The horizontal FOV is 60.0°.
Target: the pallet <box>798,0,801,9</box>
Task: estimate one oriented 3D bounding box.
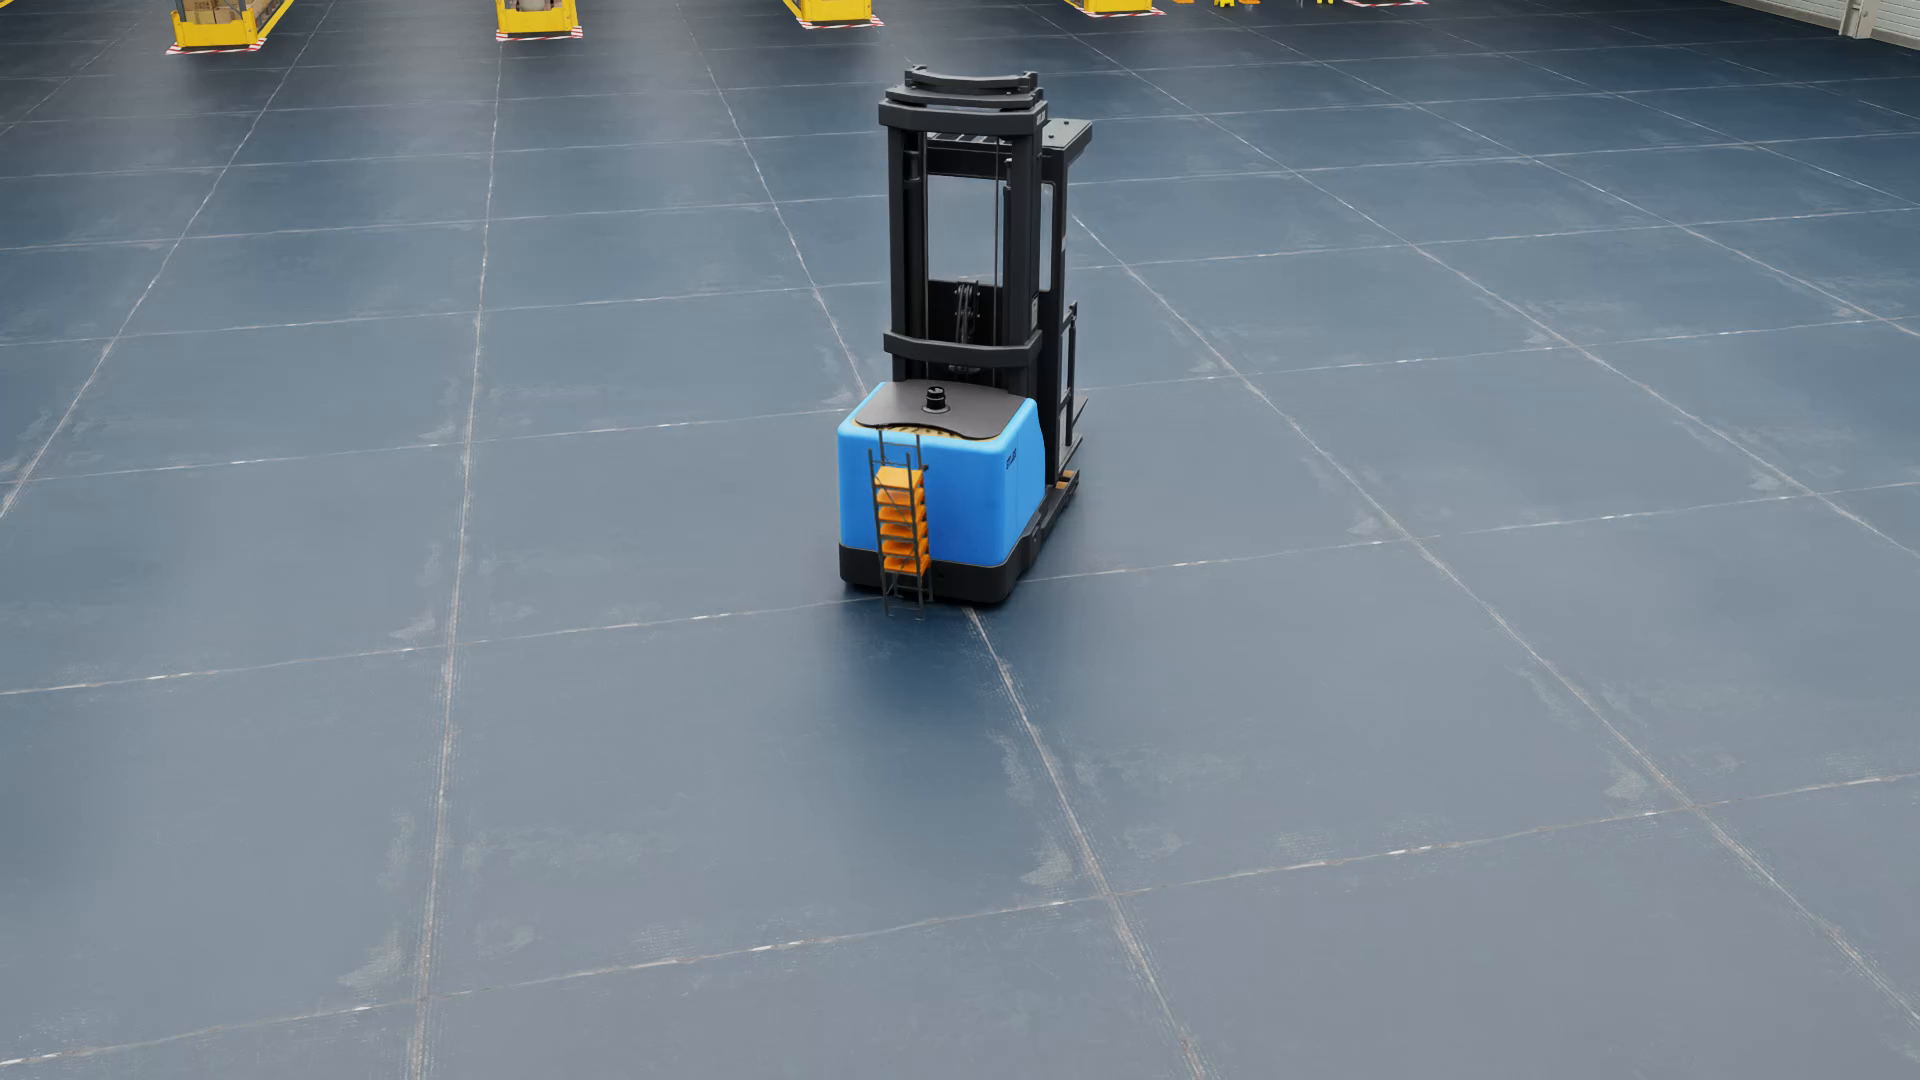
[{"bbox_3d":[-2.256,-9.361,29.062,1.003,0.211,1.213,-6,27,-12],"label":"pallet"}]

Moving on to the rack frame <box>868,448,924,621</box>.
[{"bbox_3d":[-0.358,-0.014,9.468,0.240,1.200,0.006,7,39,14],"label":"rack frame"}]

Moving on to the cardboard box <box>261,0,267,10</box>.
[{"bbox_3d":[-11.983,-9.085,28.006,0.500,0.250,0.500,-6,27,-12],"label":"cardboard box"}]

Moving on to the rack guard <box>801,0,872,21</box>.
[{"bbox_3d":[-2.108,-9.130,28.284,1.175,0.500,0.348,-6,27,-12],"label":"rack guard"}]

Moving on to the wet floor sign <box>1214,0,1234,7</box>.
[{"bbox_3d":[4.700,-9.809,29.468,0.267,0.644,0.232,-11,29,-20],"label":"wet floor sign"}]

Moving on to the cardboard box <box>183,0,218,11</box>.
[{"bbox_3d":[-12.154,-8.708,26.427,0.500,0.500,0.500,-6,27,-12],"label":"cardboard box"}]

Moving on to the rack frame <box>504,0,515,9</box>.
[{"bbox_3d":[-6.916,-9.710,26.658,1.000,3.000,0.127,-6,27,-12],"label":"rack frame"}]

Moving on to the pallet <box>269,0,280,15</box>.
[{"bbox_3d":[-12.506,-9.366,29.072,1.003,0.211,1.213,-6,27,-12],"label":"pallet"}]

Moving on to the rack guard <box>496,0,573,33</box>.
[{"bbox_3d":[-6.979,-8.622,27.278,1.175,0.500,0.348,-6,27,-12],"label":"rack guard"}]

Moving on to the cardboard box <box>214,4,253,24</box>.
[{"bbox_3d":[-11.647,-8.426,26.701,0.500,0.250,0.500,-6,27,-12],"label":"cardboard box"}]

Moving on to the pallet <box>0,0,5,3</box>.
[{"bbox_3d":[-17.647,-9.556,29.449,1.003,0.211,1.213,-6,27,-12],"label":"pallet"}]

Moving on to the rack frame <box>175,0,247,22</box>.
[{"bbox_3d":[-11.743,-9.208,25.665,1.000,3.000,0.127,-6,27,-12],"label":"rack frame"}]

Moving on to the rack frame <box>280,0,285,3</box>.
[{"bbox_3d":[-12.644,-10.964,29.144,1.000,3.000,0.127,-6,27,-12],"label":"rack frame"}]

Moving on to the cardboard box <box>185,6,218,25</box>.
[{"bbox_3d":[-12.152,-8.374,26.596,0.500,0.250,0.500,-6,27,-12],"label":"cardboard box"}]

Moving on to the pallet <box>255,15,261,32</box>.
[{"bbox_3d":[-11.956,-8.295,26.950,1.003,0.211,1.213,-6,27,-12],"label":"pallet"}]

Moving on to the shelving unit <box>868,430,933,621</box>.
[{"bbox_3d":[-0.333,-0.068,9.537,0.258,1.200,0.189,7,39,14],"label":"shelving unit"}]

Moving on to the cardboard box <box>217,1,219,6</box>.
[{"bbox_3d":[-12.276,-8.592,27.029,0.500,0.250,0.500,-6,27,-12],"label":"cardboard box"}]

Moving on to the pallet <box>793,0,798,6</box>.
[{"bbox_3d":[-2.528,-9.896,30.121,1.003,0.211,1.213,-6,27,-12],"label":"pallet"}]

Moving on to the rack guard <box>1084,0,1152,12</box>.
[{"bbox_3d":[2.770,-9.545,29.107,1.175,0.500,0.348,-6,27,-12],"label":"rack guard"}]

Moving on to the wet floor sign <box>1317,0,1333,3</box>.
[{"bbox_3d":[6.565,-9.976,29.798,0.267,0.644,0.232,3,27,6],"label":"wet floor sign"}]

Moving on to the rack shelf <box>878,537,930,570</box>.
[{"bbox_3d":[-0.324,0.062,9.637,0.258,0.103,0.180,7,39,14],"label":"rack shelf"}]

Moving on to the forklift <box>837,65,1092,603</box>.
[{"bbox_3d":[0.184,-1.580,10.628,1.130,2.935,3.031,8,28,15],"label":"forklift"}]

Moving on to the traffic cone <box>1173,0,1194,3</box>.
[{"bbox_3d":[4.028,-9.917,29.884,0.336,0.463,0.334,-6,27,-12],"label":"traffic cone"}]

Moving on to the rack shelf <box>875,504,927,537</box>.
[{"bbox_3d":[-0.337,-0.128,9.491,0.258,0.103,0.180,7,39,14],"label":"rack shelf"}]

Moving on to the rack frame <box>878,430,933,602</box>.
[{"bbox_3d":[-0.308,-0.123,9.606,0.240,1.200,0.006,7,39,14],"label":"rack frame"}]

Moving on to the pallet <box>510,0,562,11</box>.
[{"bbox_3d":[-7.428,-9.385,29.110,1.003,0.211,1.213,-6,27,-12],"label":"pallet"}]

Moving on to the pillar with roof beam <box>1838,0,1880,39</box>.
[{"bbox_3d":[10.279,-11.729,24.000,9.100,9.000,0.400,-6,27,-12],"label":"pillar with roof beam"}]

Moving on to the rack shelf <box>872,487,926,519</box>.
[{"bbox_3d":[-0.343,-0.223,9.418,0.258,0.103,0.180,7,39,14],"label":"rack shelf"}]

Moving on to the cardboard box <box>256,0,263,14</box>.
[{"bbox_3d":[-11.875,-8.865,27.570,0.500,0.250,0.500,-6,27,-12],"label":"cardboard box"}]

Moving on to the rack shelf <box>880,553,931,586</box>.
[{"bbox_3d":[-0.318,0.157,9.710,0.258,0.103,0.180,7,39,14],"label":"rack shelf"}]

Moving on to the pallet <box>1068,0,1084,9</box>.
[{"bbox_3d":[2.508,-9.770,29.872,1.003,0.211,1.213,-6,27,-12],"label":"pallet"}]

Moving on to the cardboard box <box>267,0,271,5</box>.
[{"bbox_3d":[-12.097,-9.304,28.440,0.500,0.250,0.500,-6,27,-12],"label":"cardboard box"}]

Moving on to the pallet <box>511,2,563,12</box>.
[{"bbox_3d":[-7.157,-8.850,28.050,1.003,0.211,1.213,-6,27,-12],"label":"pallet"}]

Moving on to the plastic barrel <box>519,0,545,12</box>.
[{"bbox_3d":[-7.139,-9.068,27.681,0.421,0.512,0.421,0,27,0],"label":"plastic barrel"}]

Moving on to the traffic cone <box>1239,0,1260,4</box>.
[{"bbox_3d":[5.206,-9.882,29.815,0.336,0.463,0.334,-6,27,-12],"label":"traffic cone"}]

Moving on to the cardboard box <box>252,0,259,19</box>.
[{"bbox_3d":[-11.763,-8.645,27.135,0.500,0.250,0.500,-6,27,-12],"label":"cardboard box"}]

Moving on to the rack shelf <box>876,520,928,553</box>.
[{"bbox_3d":[-0.331,-0.033,9.564,0.258,0.103,0.180,7,39,14],"label":"rack shelf"}]

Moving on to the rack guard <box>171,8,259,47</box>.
[{"bbox_3d":[-11.737,-8.082,26.207,1.175,0.500,0.348,-6,27,-12],"label":"rack guard"}]

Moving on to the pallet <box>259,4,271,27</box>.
[{"bbox_3d":[-12.227,-8.829,28.009,1.003,0.211,1.213,-6,27,-12],"label":"pallet"}]

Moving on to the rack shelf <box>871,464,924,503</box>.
[{"bbox_3d":[-0.350,-0.318,9.345,0.258,0.103,0.180,7,39,14],"label":"rack shelf"}]

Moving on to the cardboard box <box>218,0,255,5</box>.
[{"bbox_3d":[-11.761,-8.980,26.966,0.500,0.500,0.500,-6,27,-12],"label":"cardboard box"}]
